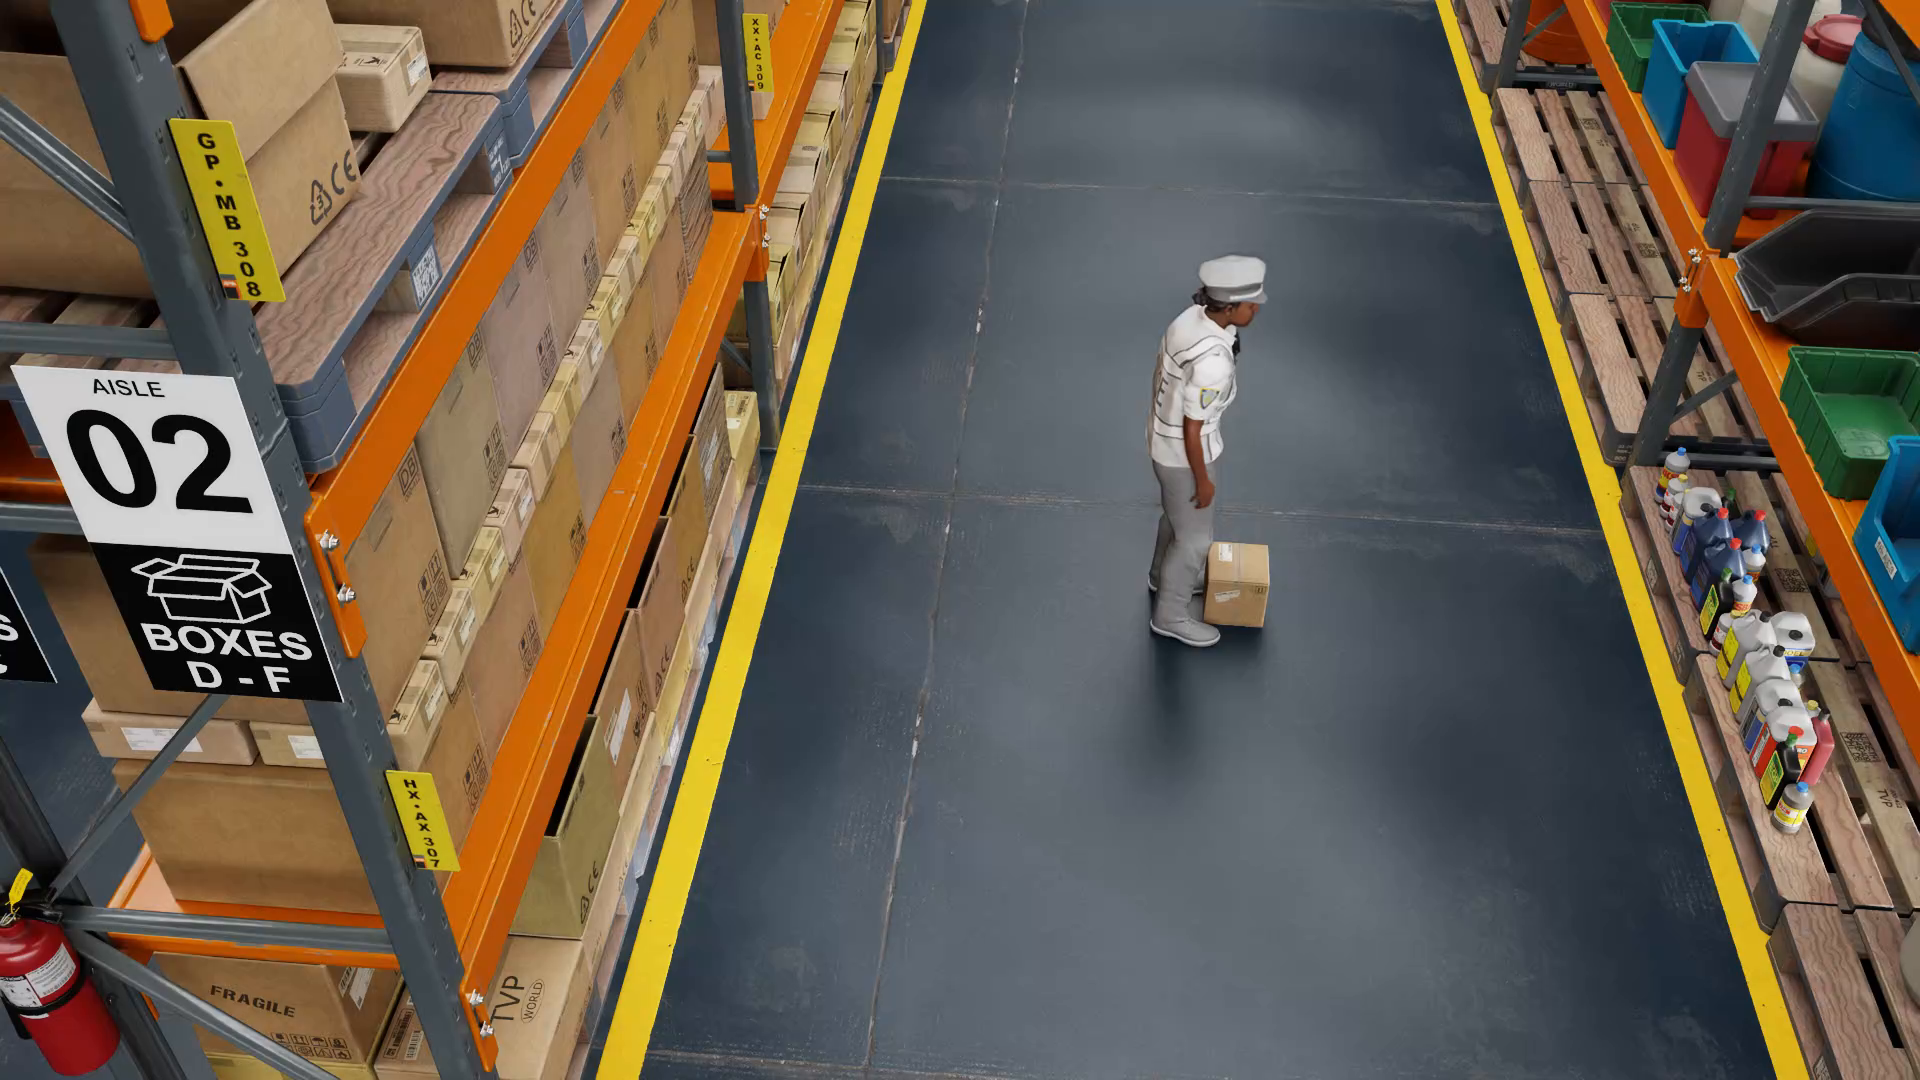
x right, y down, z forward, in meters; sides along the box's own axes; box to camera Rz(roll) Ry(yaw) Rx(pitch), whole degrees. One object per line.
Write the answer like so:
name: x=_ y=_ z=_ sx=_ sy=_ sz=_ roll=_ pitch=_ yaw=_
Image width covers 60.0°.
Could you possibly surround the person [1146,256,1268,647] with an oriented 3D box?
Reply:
person: x=0.934 y=-0.353 z=6.575 sx=0.400 sy=1.657 sz=0.514 roll=3 pitch=40 yaw=3
